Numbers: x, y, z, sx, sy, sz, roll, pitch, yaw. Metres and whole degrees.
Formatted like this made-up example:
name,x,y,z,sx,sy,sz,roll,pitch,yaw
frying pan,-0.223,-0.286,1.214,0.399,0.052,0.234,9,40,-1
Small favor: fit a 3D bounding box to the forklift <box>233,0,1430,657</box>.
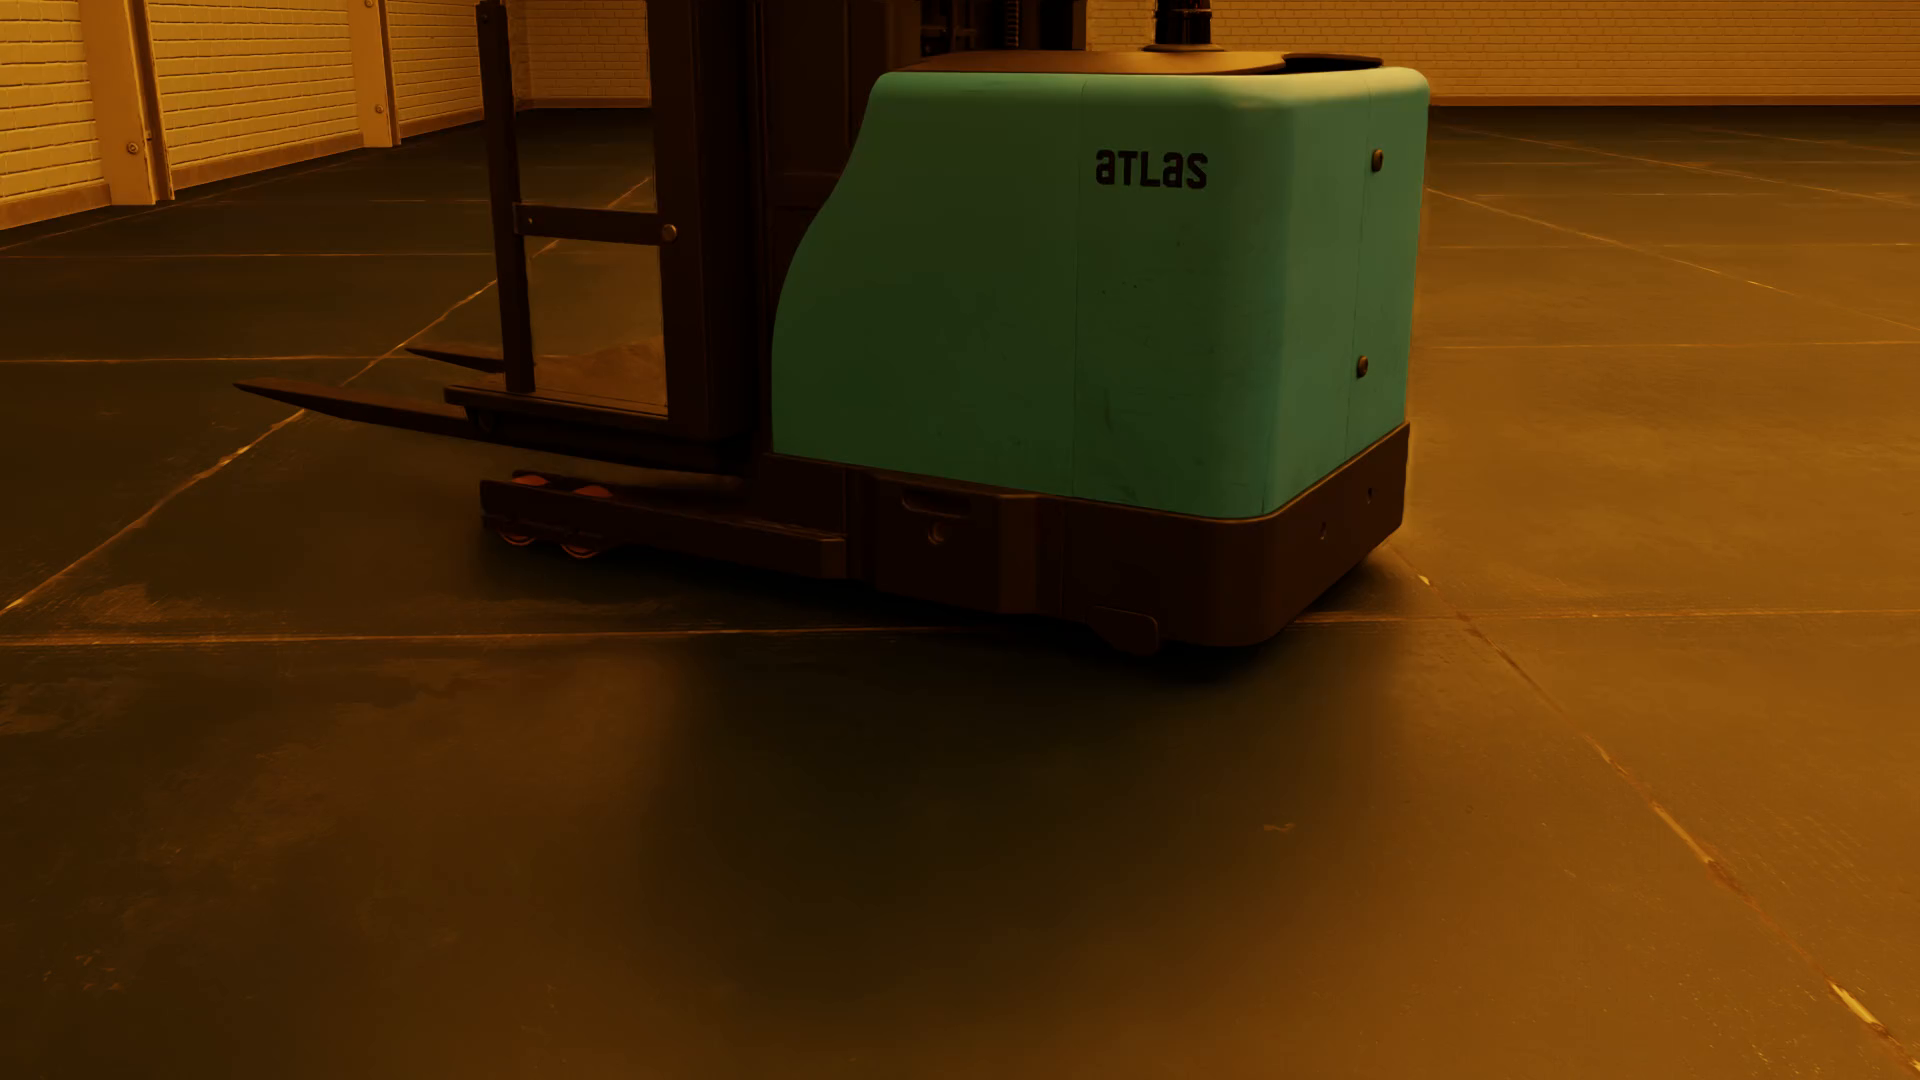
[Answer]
name,x,y,z,sx,sy,sz,roll,pitch,yaw
forklift,-0.522,-1.480,3.747,3.031,2.935,1.130,10,19,29
